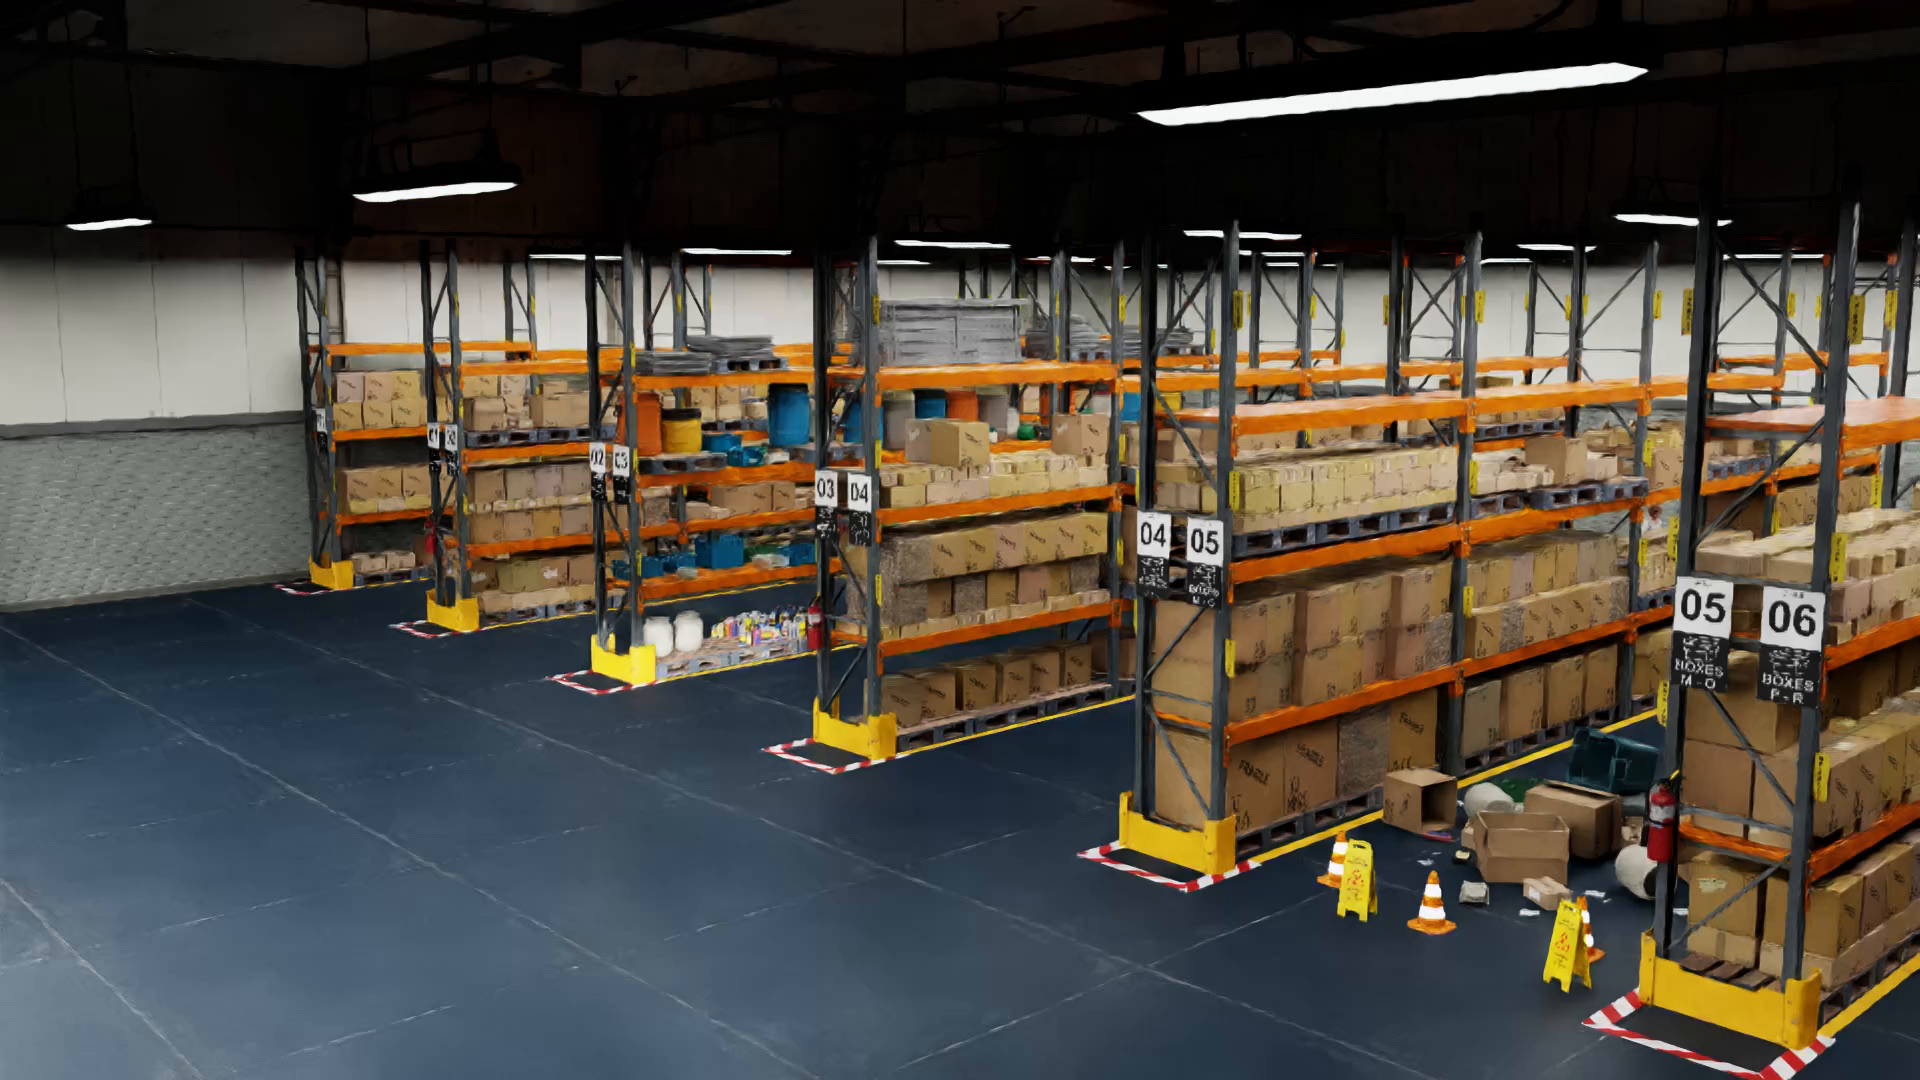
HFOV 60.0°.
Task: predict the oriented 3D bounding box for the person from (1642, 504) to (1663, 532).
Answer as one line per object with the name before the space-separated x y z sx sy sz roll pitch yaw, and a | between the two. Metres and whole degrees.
person | 11.947 0.162 28.779 0.527 1.597 0.436 -3 9 -19

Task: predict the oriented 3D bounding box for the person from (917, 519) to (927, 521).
person | -0.664 0.160 28.441 0.543 1.714 0.682 -8 12 -44
